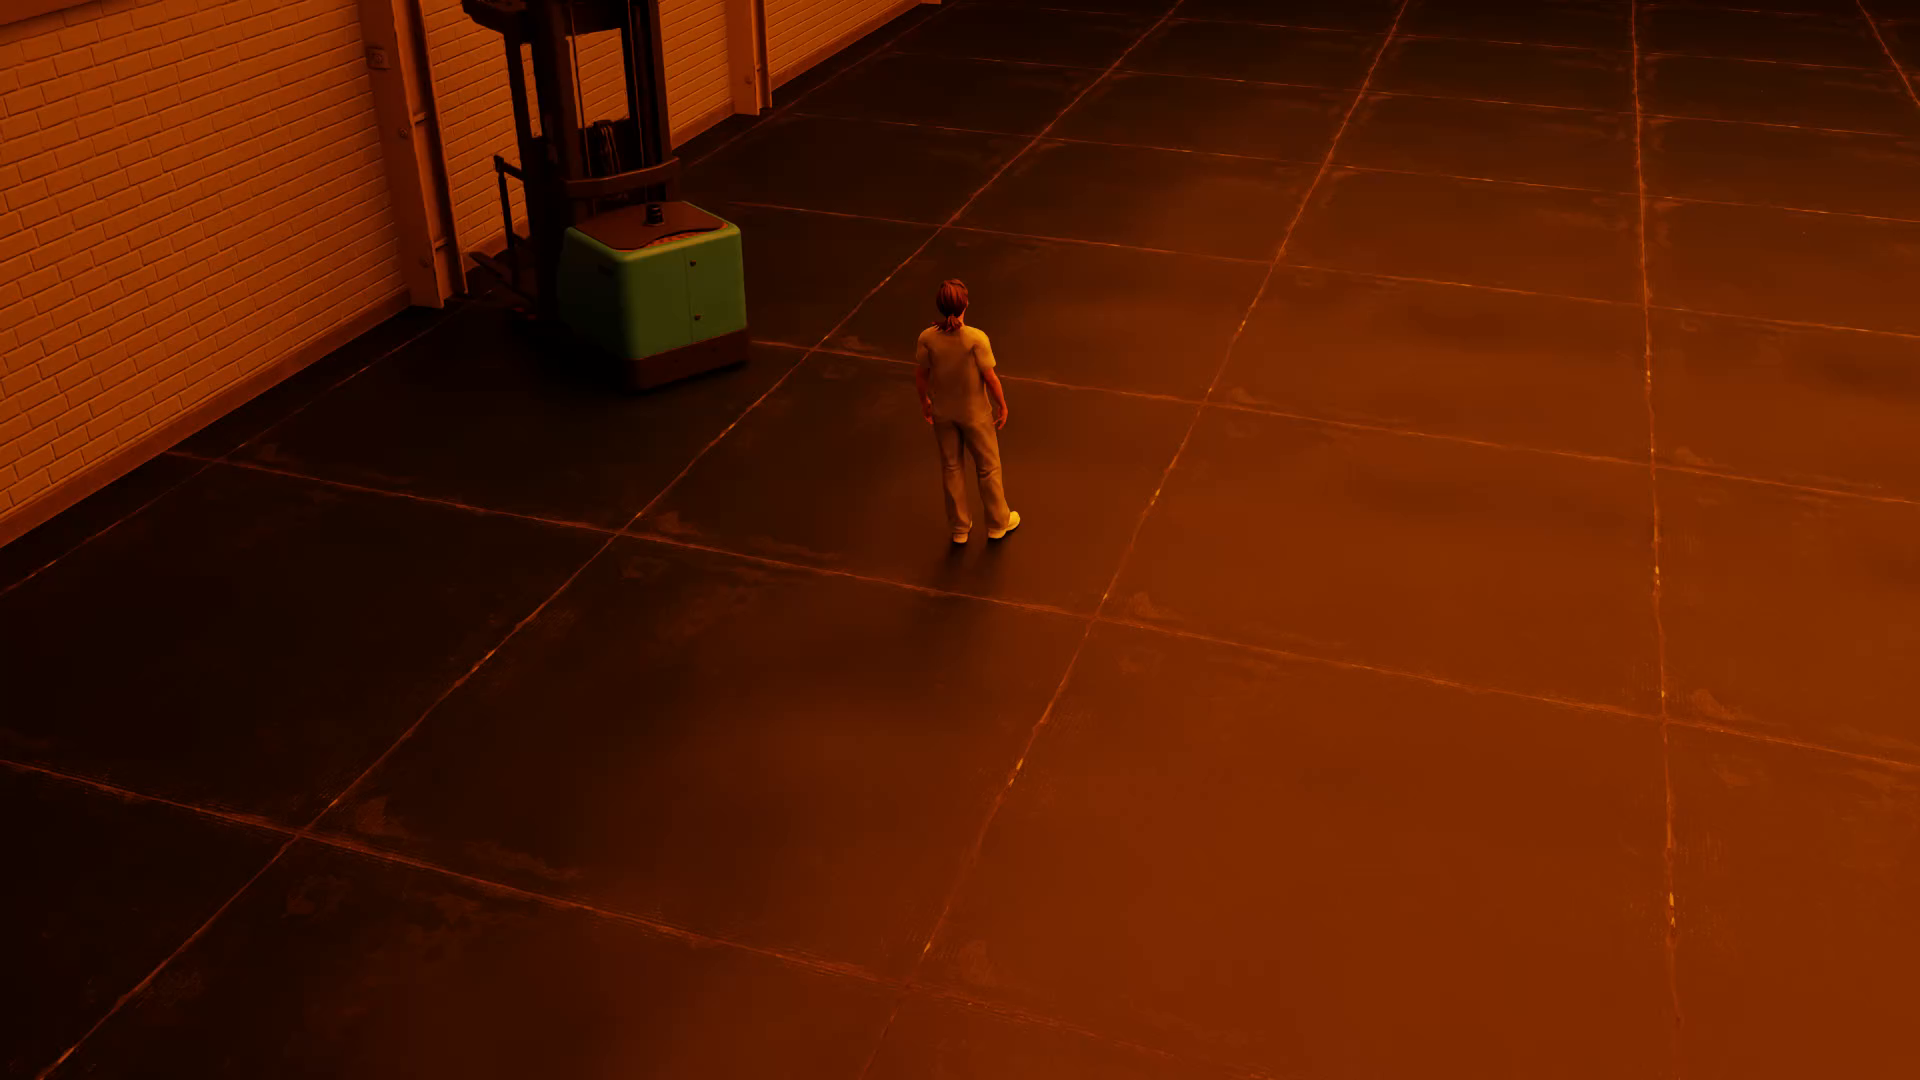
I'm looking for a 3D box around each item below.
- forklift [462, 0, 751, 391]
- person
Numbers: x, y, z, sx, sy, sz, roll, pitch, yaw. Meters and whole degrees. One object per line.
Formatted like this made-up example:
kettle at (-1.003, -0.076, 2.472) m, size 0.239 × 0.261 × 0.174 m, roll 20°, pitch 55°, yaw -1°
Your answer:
forklift at (-2.873, -2.992, 12.386) m, size 1.130 × 2.935 × 3.031 m, roll -22°, pitch 36°, yaw -33°
person at (0.036, -0.766, 9.734) m, size 0.550 × 1.675 × 0.549 m, roll 10°, pitch 31°, yaw 16°
